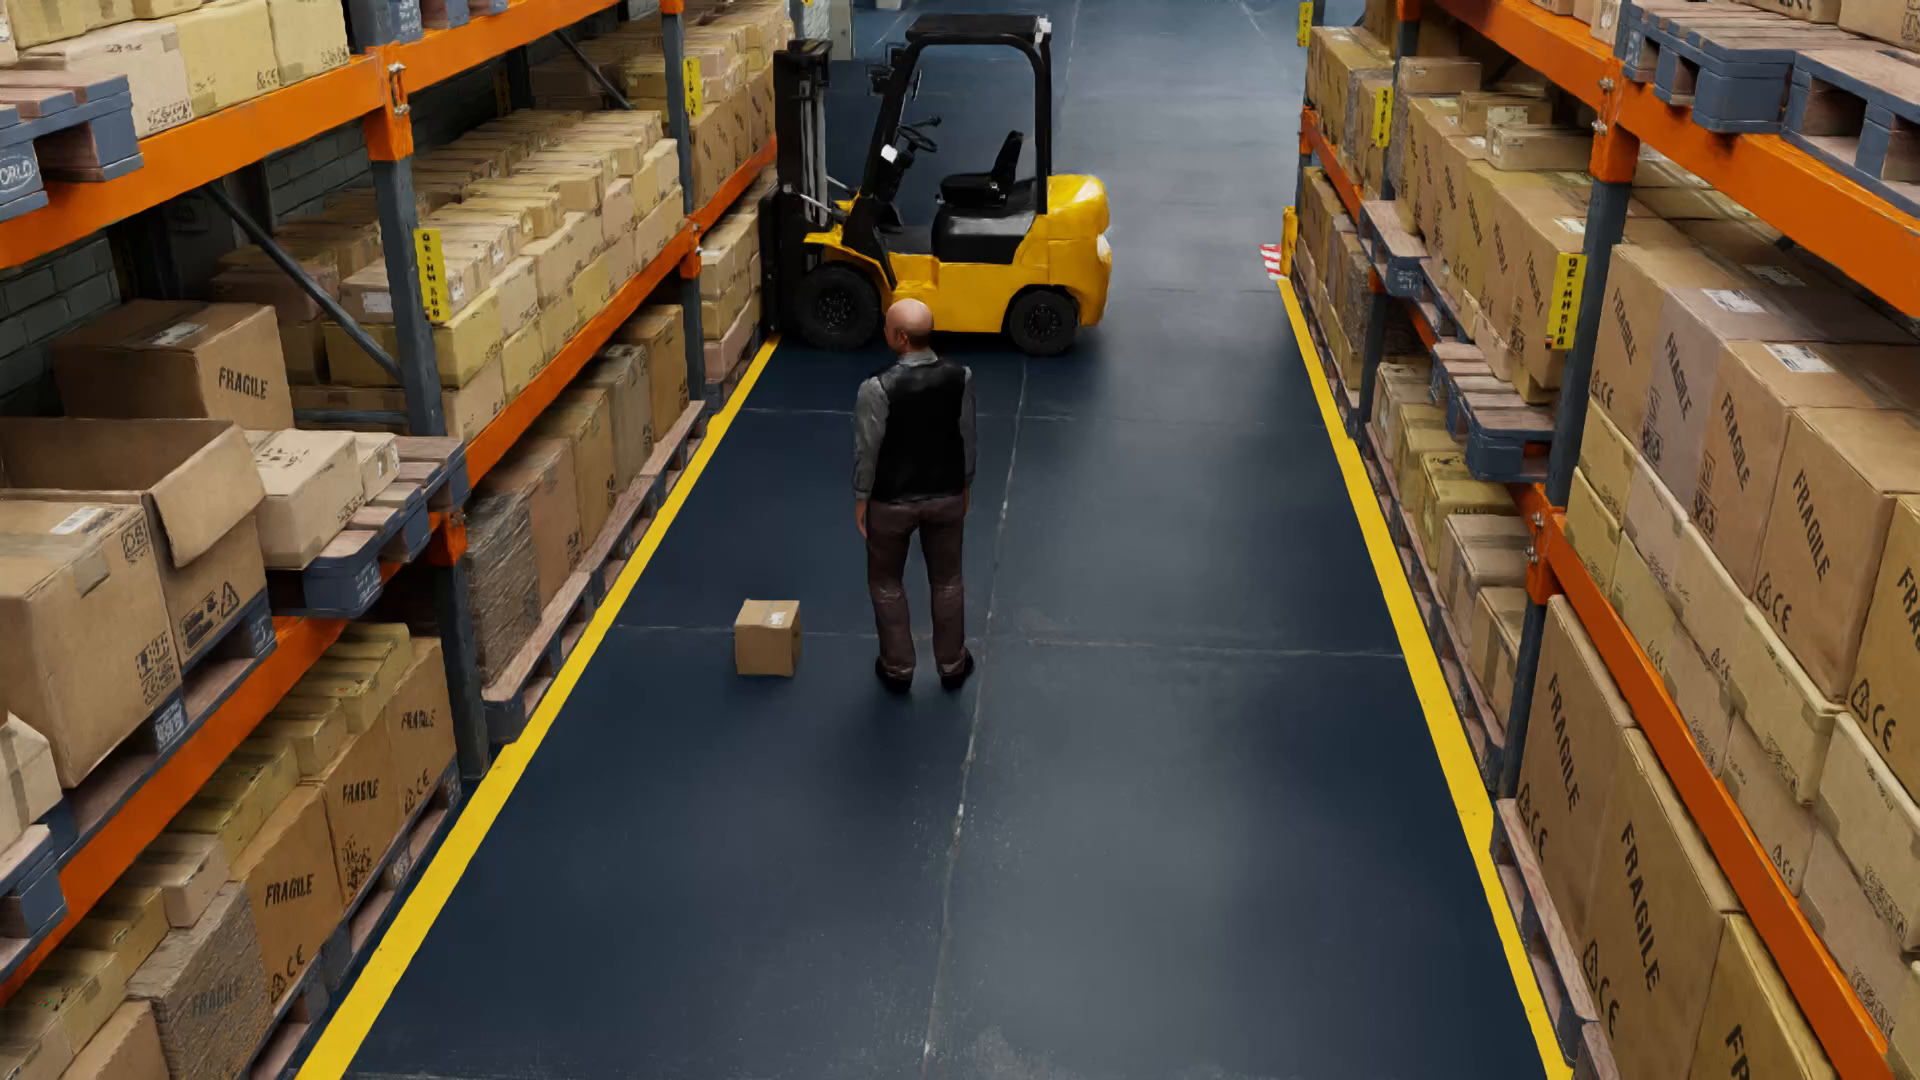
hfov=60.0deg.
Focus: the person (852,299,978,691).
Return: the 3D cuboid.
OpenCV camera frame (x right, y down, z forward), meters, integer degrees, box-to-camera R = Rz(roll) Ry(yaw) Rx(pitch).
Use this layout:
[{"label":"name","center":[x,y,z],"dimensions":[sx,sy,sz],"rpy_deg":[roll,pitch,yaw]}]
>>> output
[{"label":"person","center":[-0.188,-0.177,6.988],"dimensions":[0.555,1.723,0.362],"rpy_deg":[-9,26,-19]}]
